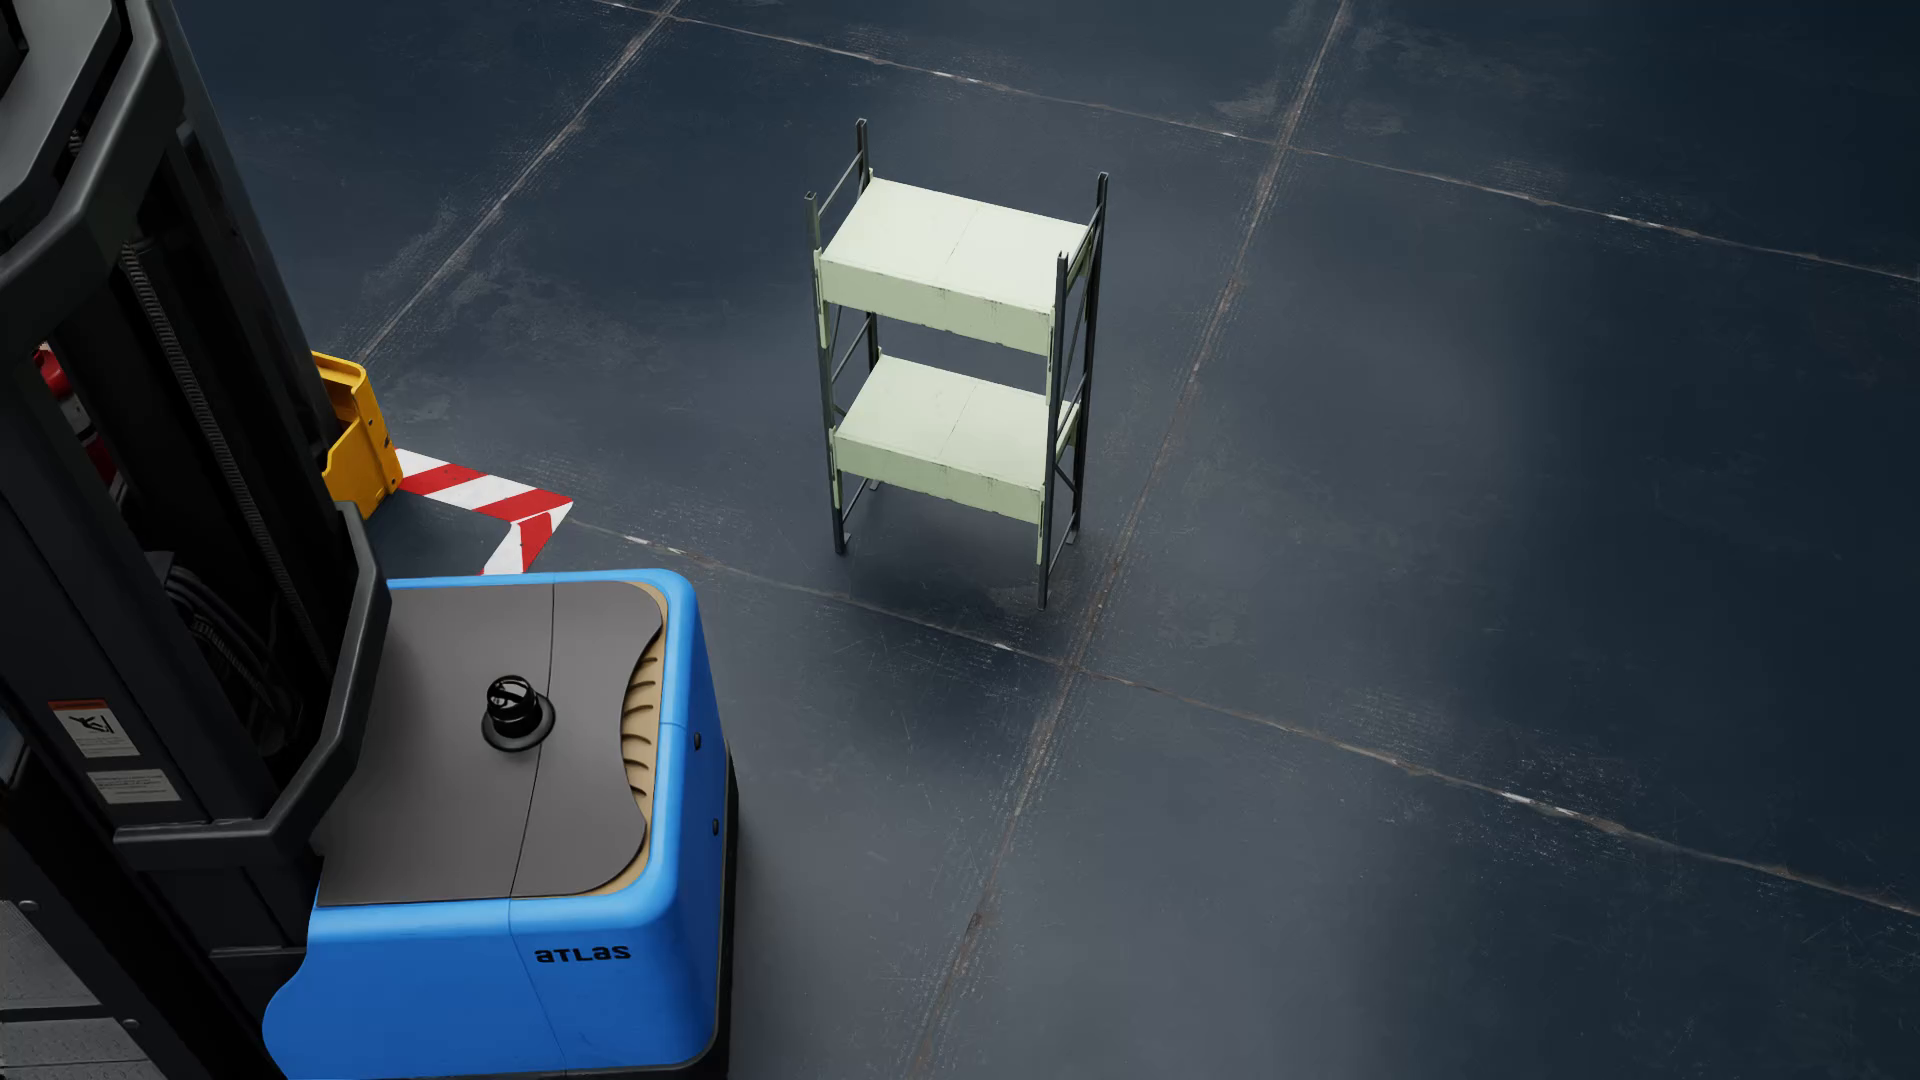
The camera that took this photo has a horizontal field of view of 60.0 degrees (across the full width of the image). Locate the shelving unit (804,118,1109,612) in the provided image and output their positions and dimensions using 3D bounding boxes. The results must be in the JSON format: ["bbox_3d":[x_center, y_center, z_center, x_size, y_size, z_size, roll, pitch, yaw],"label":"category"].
[{"bbox_3d":[-0.006,-0.493,5.185,0.755,1.500,0.431,16,51,13],"label":"shelving unit"}]

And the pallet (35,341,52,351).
[{"bbox_3d":[-3.122,-0.189,5.774,1.213,0.211,1.003,16,51,13],"label":"pallet"}]

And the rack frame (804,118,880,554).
[{"bbox_3d":[-0.350,-0.589,5.268,0.023,1.500,0.400,16,51,13],"label":"rack frame"}]

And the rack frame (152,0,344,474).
[{"bbox_3d":[-2.361,-0.859,4.509,0.127,3.000,1.000,16,51,13],"label":"rack frame"}]

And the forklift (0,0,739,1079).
[{"bbox_3d":[-2.154,0.237,3.605,3.031,2.935,1.130,-2,49,-2],"label":"forklift"}]

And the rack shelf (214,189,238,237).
[{"bbox_3d":[-4.238,-1.147,5.235,4.000,0.370,1.077,16,51,13],"label":"rack shelf"}]

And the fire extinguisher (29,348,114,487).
[{"bbox_3d":[-2.377,-0.350,4.366,0.183,0.674,0.296,16,51,13],"label":"fire extinguisher"}]

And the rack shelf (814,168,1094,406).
[{"bbox_3d":[-0.006,-0.749,4.890,0.720,0.370,0.431,16,51,13],"label":"rack shelf"}]

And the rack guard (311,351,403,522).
[{"bbox_3d":[-2.334,-0.043,5.457,0.348,0.500,1.175,16,51,13],"label":"rack guard"}]

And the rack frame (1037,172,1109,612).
[{"bbox_3d":[0.337,-0.397,5.102,0.023,1.500,0.400,16,51,13],"label":"rack frame"}]

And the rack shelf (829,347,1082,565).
[{"bbox_3d":[-0.006,-0.279,5.431,0.720,0.370,0.431,16,51,13],"label":"rack shelf"}]
